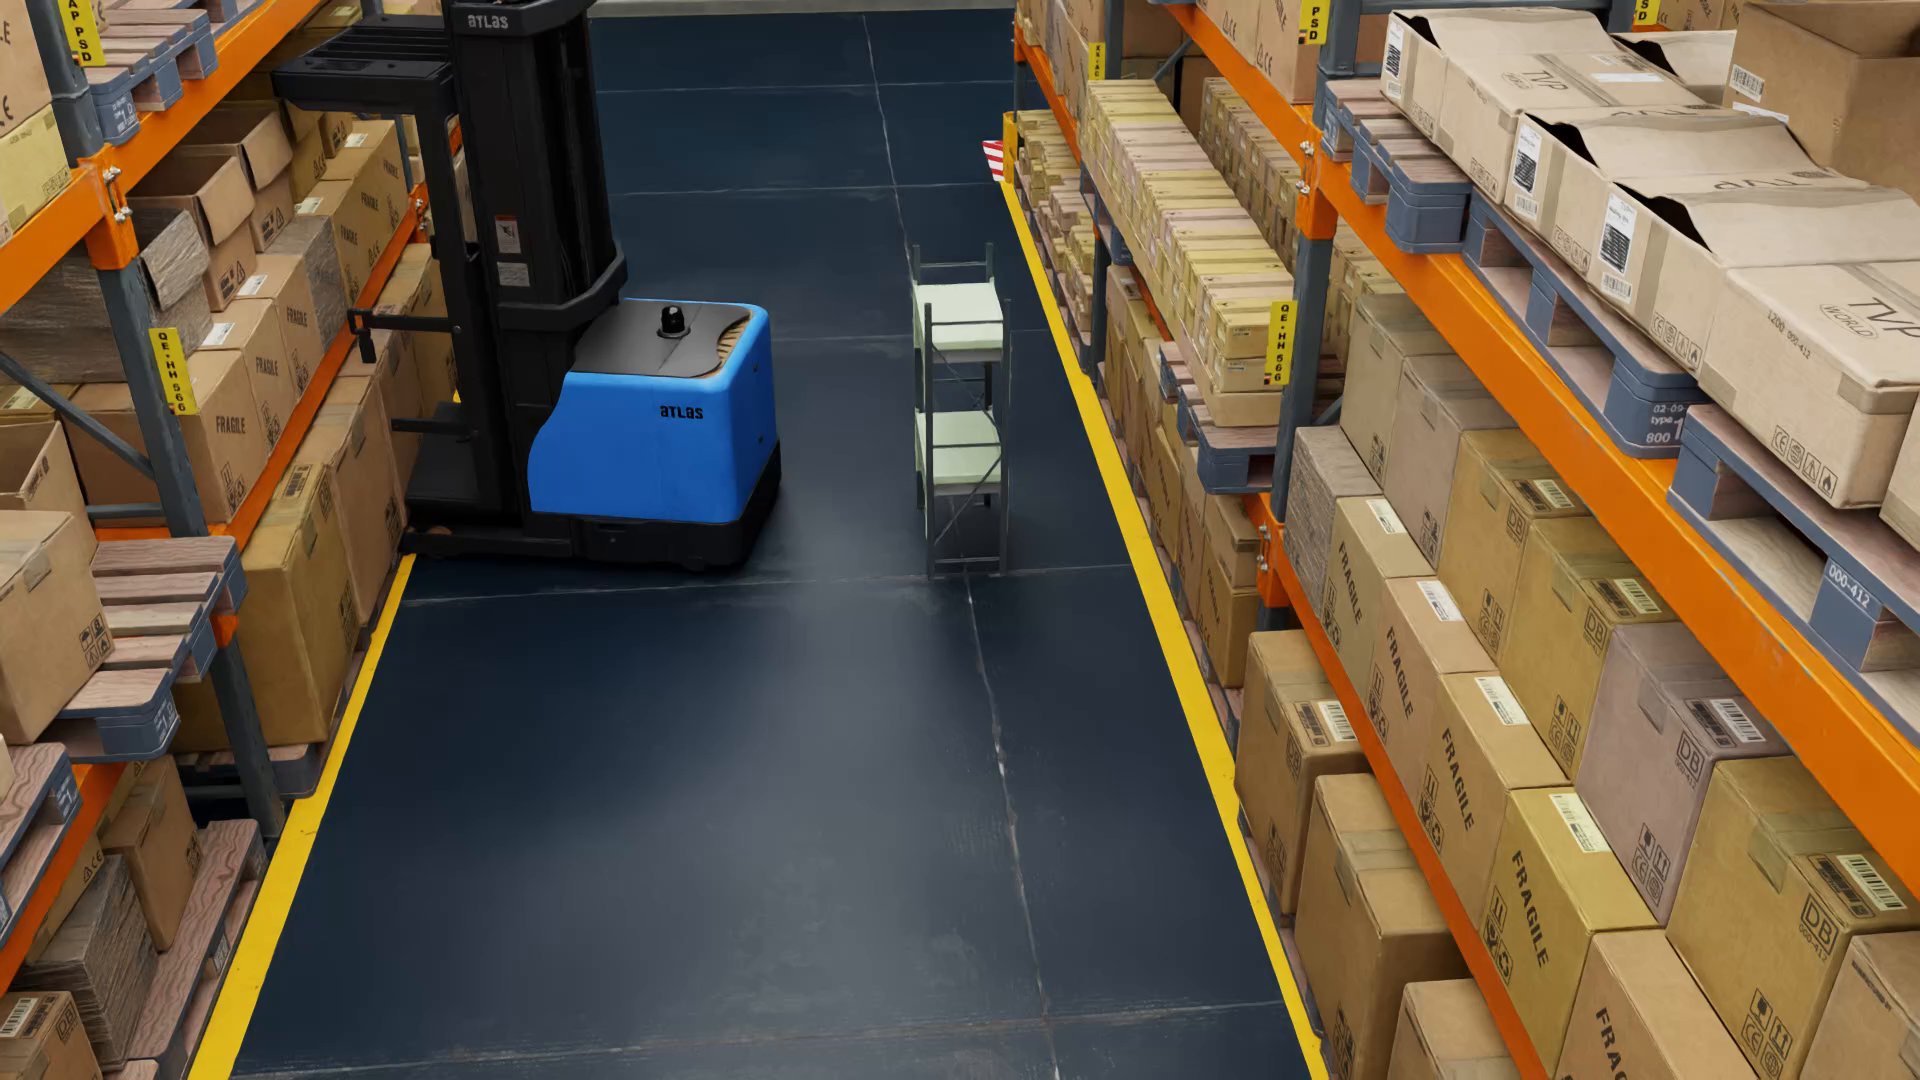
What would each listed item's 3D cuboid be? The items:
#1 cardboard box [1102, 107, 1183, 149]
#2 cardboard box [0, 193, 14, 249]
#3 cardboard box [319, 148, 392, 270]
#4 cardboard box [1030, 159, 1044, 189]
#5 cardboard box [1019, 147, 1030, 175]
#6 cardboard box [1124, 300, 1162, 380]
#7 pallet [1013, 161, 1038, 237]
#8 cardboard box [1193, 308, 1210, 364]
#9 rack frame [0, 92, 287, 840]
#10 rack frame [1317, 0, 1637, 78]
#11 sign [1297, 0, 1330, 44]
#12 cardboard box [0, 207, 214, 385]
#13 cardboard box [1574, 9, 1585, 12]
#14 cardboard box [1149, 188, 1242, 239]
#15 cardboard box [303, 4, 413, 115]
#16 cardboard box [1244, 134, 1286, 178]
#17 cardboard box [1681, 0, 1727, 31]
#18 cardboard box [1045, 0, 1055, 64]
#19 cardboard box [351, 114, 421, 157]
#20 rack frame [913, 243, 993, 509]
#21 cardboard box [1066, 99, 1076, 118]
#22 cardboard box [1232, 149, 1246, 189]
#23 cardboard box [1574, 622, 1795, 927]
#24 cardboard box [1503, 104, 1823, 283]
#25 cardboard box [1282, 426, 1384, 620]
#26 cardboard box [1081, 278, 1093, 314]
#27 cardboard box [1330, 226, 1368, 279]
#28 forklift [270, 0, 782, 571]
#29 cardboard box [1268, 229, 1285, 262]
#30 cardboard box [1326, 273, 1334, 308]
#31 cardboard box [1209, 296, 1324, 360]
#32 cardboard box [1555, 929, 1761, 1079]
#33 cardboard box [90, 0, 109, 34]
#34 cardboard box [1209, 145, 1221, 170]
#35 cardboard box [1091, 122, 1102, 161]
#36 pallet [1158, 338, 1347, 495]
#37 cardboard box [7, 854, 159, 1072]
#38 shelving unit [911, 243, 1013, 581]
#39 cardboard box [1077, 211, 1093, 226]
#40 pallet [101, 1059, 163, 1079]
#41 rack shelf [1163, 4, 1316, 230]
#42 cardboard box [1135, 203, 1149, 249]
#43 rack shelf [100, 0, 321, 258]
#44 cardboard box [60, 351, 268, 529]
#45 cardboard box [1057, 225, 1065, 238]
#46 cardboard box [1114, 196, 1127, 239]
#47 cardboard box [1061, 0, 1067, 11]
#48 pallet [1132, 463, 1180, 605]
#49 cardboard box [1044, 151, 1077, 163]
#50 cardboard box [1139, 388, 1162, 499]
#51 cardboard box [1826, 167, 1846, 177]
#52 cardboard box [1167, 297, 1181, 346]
[{"bbox_3d":[0.948,-2.146,8.673,0.380,0.149,0.250,-2,31,-4],"label":"cardboard box"},{"bbox_3d":[-2.910,-0.826,4.428,0.500,0.250,0.500,-3,31,-5],"label":"cardboard box"},{"bbox_3d":[-3.277,-1.692,8.561,0.500,0.500,0.500,-2,31,-3],"label":"cardboard box"},{"bbox_3d":[0.732,-2.761,12.528,0.380,0.149,0.250,-2,31,-3],"label":"cardboard box"},{"bbox_3d":[0.672,-3.030,13.268,0.380,0.149,0.250,-2,31,-4],"label":"cardboard box"},{"bbox_3d":[1.174,-1.082,8.932,0.500,0.250,0.500,-2,31,-3],"label":"cardboard box"},{"bbox_3d":[0.990,-2.704,13.071,1.003,0.211,1.213,-3,31,-5],"label":"pallet"},{"bbox_3d":[1.163,-0.839,6.774,0.380,0.149,0.250,-2,31,-3],"label":"cardboard box"},{"bbox_3d":[-3.258,-0.086,5.969,1.000,3.000,0.127,-3,31,-5],"label":"rack frame"},{"bbox_3d":[1.690,-2.847,4.742,1.000,3.000,0.127,-3,31,-5],"label":"rack frame"},{"bbox_3d":[1.149,-1.757,5.337,0.100,0.325,0.005,-3,31,-5],"label":"sign"},{"bbox_3d":[-3.310,-0.934,6.312,0.797,0.503,0.637,-2,31,-3],"label":"cardboard box"},{"bbox_3d":[1.901,-1.907,5.995,0.500,0.500,0.500,-3,31,-5],"label":"cardboard box"},{"bbox_3d":[1.069,-1.488,7.572,0.380,0.149,0.250,-1,31,-2],"label":"cardboard box"},{"bbox_3d":[-3.422,-2.770,9.587,0.500,0.500,0.500,-3,31,-5],"label":"cardboard box"},{"bbox_3d":[1.640,-1.918,8.290,0.380,0.149,0.250,-4,31,-6],"label":"cardboard box"},{"bbox_3d":[5.725,-3.912,12.276,0.500,0.500,0.500,-3,31,-5],"label":"cardboard box"},{"bbox_3d":[0.871,-3.502,11.300,0.500,0.500,0.500,-4,31,-6],"label":"cardboard box"},{"bbox_3d":[-3.415,-2.444,9.772,0.500,0.250,0.500,-3,31,-5],"label":"cardboard box"},{"bbox_3d":[-0.034,-0.827,8.673,0.400,1.500,0.023,-3,31,-5],"label":"rack frame"},{"bbox_3d":[0.903,-2.877,10.886,0.380,0.149,0.250,-4,31,-7],"label":"cardboard box"},{"bbox_3d":[1.626,-1.920,8.585,0.380,0.149,0.250,-4,31,-6],"label":"cardboard box"},{"bbox_3d":[1.914,0.524,3.874,0.700,0.500,0.500,-3,31,-4],"label":"cardboard box"},{"bbox_3d":[1.633,-0.847,3.897,0.500,0.311,0.500,-3,31,-5],"label":"cardboard box"},{"bbox_3d":[1.463,-0.073,5.849,0.500,0.500,0.500,-2,31,-4],"label":"cardboard box"},{"bbox_3d":[0.970,-1.544,10.490,0.380,0.149,0.250,-2,31,-4],"label":"cardboard box"},{"bbox_3d":[1.769,-1.243,7.161,0.380,0.149,0.250,-4,31,-7],"label":"cardboard box"},{"bbox_3d":[-2.543,-1.426,8.280,3.031,2.935,1.130,4,31,6],"label":"forklift"},{"bbox_3d":[1.700,-1.392,7.991,0.380,0.149,0.250,-4,31,-6],"label":"cardboard box"},{"bbox_3d":[1.765,-1.132,7.265,0.380,0.149,0.250,-3,31,-4],"label":"cardboard box"},{"bbox_3d":[1.187,-0.828,6.466,0.380,0.149,0.250,-4,31,-7],"label":"cardboard box"},{"bbox_3d":[1.701,1.216,3.692,0.500,0.500,0.500,-3,31,-5],"label":"cardboard box"},{"bbox_3d":[-3.387,-1.906,5.581,0.797,0.503,0.637,-1,31,-2],"label":"cardboard box"},{"bbox_3d":[1.575,-2.061,9.110,0.380,0.149,0.250,-3,31,-4],"label":"cardboard box"},{"bbox_3d":[0.921,-2.159,8.985,0.380,0.149,0.250,-3,31,-6],"label":"cardboard box"},{"bbox_3d":[1.517,-0.548,6.930,1.213,0.211,1.003,-3,31,-5],"label":"pallet"},{"bbox_3d":[-3.111,1.422,5.453,0.700,0.500,0.500,-5,31,-9],"label":"cardboard box"},{"bbox_3d":[0.001,-0.640,8.360,0.431,1.500,0.755,-3,31,-5],"label":"shelving unit"},{"bbox_3d":[0.983,-2.087,11.109,0.380,0.149,0.250,-2,31,-3],"label":"cardboard box"},{"bbox_3d":[-3.076,2.132,4.975,1.003,0.211,1.213,-3,31,-5],"label":"pallet"},{"bbox_3d":[1.503,-2.272,7.405,1.077,0.370,4.000,-3,31,-5],"label":"rack shelf"},{"bbox_3d":[1.043,-1.493,7.869,0.380,0.149,0.250,-3,31,-6],"label":"cardboard box"},{"bbox_3d":[-3.445,-2.086,7.093,1.077,0.370,4.000,-3,31,-5],"label":"rack shelf"},{"bbox_3d":[-3.033,-0.390,6.380,0.500,0.500,0.500,-2,31,-3],"label":"cardboard box"},{"bbox_3d":[0.886,-2.119,11.743,0.380,0.149,0.250,-2,31,-4],"label":"cardboard box"},{"bbox_3d":[0.992,-1.636,8.400,0.380,0.149,0.250,-4,31,-7],"label":"cardboard box"},{"bbox_3d":[0.915,-3.667,10.601,0.500,0.500,0.500,-2,31,-3],"label":"cardboard box"},{"bbox_3d":[1.507,-0.095,8.704,1.003,0.211,1.213,-3,31,-5],"label":"pallet"},{"bbox_3d":[0.816,-2.750,12.219,0.380,0.149,0.250,-2,31,-3],"label":"cardboard box"},{"bbox_3d":[1.234,-0.494,8.681,0.500,0.500,0.500,-2,31,-4],"label":"cardboard box"},{"bbox_3d":[2.099,-0.648,3.609,0.396,0.266,0.258,-3,31,-5],"label":"cardboard box"},{"bbox_3d":[1.120,-0.960,7.267,0.380,0.149,0.250,-3,31,-5],"label":"cardboard box"}]
